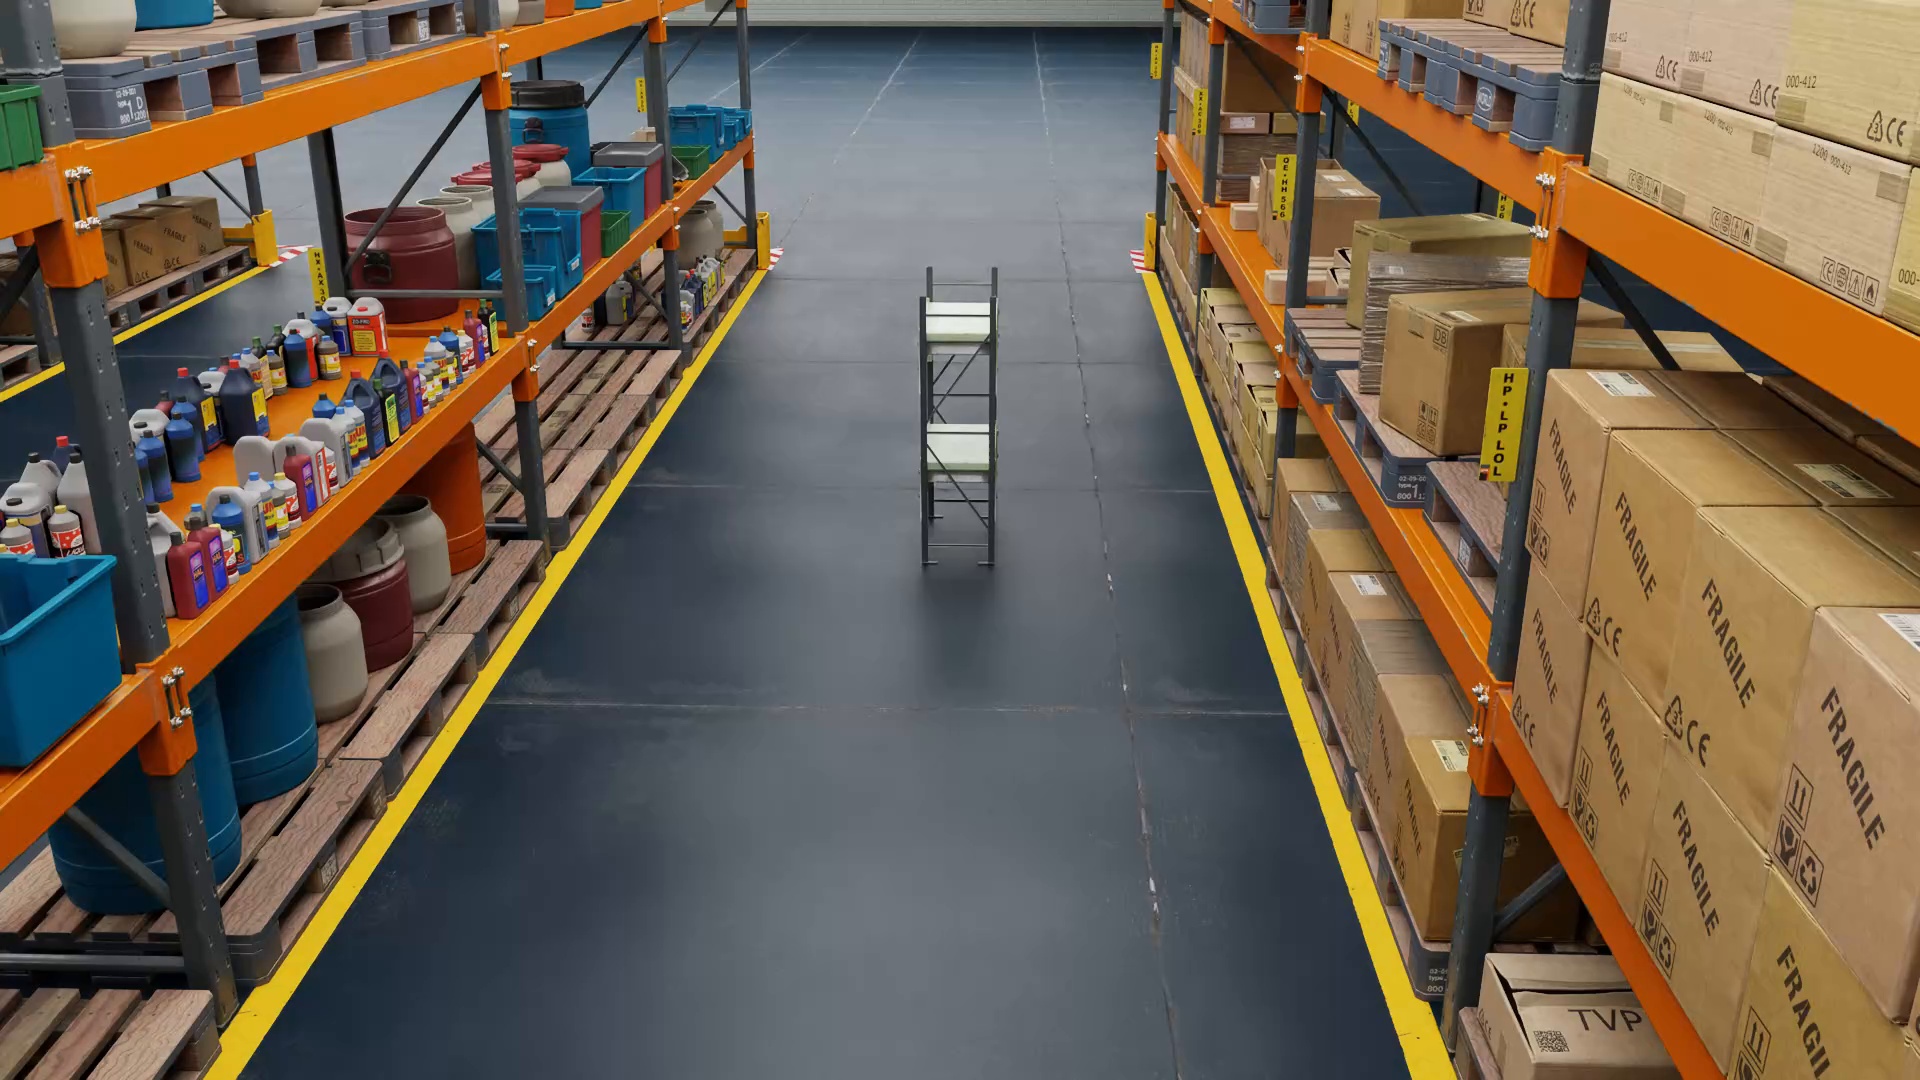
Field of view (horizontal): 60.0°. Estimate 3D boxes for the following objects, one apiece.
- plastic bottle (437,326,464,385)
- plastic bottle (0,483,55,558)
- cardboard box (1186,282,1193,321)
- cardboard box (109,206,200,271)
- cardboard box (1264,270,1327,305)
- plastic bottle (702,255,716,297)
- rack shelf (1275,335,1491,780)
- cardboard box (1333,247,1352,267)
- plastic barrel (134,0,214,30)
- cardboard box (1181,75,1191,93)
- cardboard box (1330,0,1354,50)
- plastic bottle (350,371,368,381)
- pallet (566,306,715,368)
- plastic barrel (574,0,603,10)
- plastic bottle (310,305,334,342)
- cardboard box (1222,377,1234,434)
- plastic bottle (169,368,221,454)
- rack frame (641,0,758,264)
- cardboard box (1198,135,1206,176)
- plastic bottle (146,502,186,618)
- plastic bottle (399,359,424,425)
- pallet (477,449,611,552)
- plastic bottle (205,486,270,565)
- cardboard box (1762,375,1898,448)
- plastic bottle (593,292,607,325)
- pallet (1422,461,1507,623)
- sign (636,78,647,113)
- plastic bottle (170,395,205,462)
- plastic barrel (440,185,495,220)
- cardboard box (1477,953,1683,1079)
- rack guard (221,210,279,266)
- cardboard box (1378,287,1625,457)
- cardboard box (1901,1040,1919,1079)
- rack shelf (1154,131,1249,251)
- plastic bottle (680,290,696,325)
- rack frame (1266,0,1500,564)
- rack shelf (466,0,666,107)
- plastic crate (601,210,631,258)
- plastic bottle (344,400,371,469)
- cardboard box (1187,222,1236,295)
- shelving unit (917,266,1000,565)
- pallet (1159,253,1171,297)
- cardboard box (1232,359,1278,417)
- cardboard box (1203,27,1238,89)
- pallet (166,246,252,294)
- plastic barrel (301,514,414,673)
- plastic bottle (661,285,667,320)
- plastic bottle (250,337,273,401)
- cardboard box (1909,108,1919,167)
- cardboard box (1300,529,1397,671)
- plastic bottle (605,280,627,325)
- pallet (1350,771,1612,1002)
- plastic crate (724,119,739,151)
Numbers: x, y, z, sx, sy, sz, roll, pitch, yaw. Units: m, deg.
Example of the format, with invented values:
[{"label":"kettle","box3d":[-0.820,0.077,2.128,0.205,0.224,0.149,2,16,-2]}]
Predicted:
[{"label":"plastic bottle","box3d":[-2.392,-0.868,7.798,0.097,0.271,0.097,0,21,0]},{"label":"plastic bottle","box3d":[-3.193,-0.049,5.679,0.152,0.276,0.135,1,21,2]},{"label":"cardboard box","box3d":[2.122,-1.930,13.576,0.500,0.250,0.500,1,21,2]},{"label":"cardboard box","box3d":[-7.499,-2.810,15.499,0.500,0.500,0.500,6,22,16]},{"label":"cardboard box","box3d":[1.930,-1.430,9.414,0.380,0.149,0.250,1,21,2]},{"label":"plastic bottle","box3d":[-2.186,-2.267,14.280,0.144,0.351,0.185,2,21,4]},{"label":"rack shelf","box3d":[2.118,-0.160,6.790,1.077,0.370,4.000,1,21,2]},{"label":"cardboard box","box3d":[2.400,-1.498,9.367,0.500,0.311,0.500,0,21,1]},{"label":"plastic barrel","box3d":[-2.994,-2.275,5.825,0.600,0.901,0.708,1,21,2]},{"label":"cardboard box","box3d":[2.171,-4.044,14.769,0.380,0.149,0.250,0,21,1]},{"label":"cardboard box","box3d":[2.200,-2.506,7.555,0.910,0.500,0.500,1,21,2]},{"label":"plastic bottle","box3d":[-2.542,-0.591,7.066,0.061,0.283,0.133,1,21,2]},{"label":"pallet","box3d":[-2.588,-1.663,13.524,1.003,0.211,1.213,1,21,2]},{"label":"plastic barrel","box3d":[-2.488,-3.694,10.062,0.600,0.901,0.708,1,21,2]},{"label":"plastic bottle","box3d":[-3.139,-1.020,8.189,0.097,0.271,0.097,0,21,0]},{"label":"cardboard box","box3d":[1.995,-0.880,10.870,0.500,0.250,0.500,1,21,3]},{"label":"plastic bottle","box3d":[-3.159,-0.540,6.841,0.144,0.351,0.185,1,21,2]},{"label":"rack frame","box3d":[-2.528,-4.167,16.122,1.000,3.000,0.127,1,21,2]},{"label":"cardboard box","box3d":[2.337,-3.244,13.605,0.700,0.500,0.500,1,21,2]},{"label":"plastic bottle","box3d":[-2.558,0.056,5.305,0.144,0.351,0.185,1,21,2]},{"label":"plastic bottle","box3d":[-2.392,-0.656,7.234,0.061,0.283,0.133,1,21,2]},{"label":"pallet","box3d":[-2.709,-0.254,9.892,1.003,0.211,1.213,1,21,2]},{"label":"plastic bottle","box3d":[-2.487,-0.066,5.724,0.152,0.276,0.135,1,21,2]},{"label":"cardboard box","box3d":[2.301,-0.100,4.118,0.500,0.500,0.500,1,21,2]},{"label":"plastic bottle","box3d":[-2.919,-1.927,13.402,0.144,0.351,0.185,0,21,0]},{"label":"pallet","box3d":[2.191,0.029,5.572,1.003,0.211,1.213,1,21,2]},{"label":"sign","box3d":[-3.078,-4.304,16.091,0.100,0.325,0.005,1,21,2]},{"label":"plastic bottle","box3d":[-3.126,-0.451,6.723,0.097,0.271,0.097,0,21,0]},{"label":"plastic barrel","box3d":[-2.941,-1.853,10.004,0.421,0.512,0.421,0,21,0]},{"label":"cardboard box","box3d":[1.828,1.425,4.818,0.500,0.311,0.500,1,21,2]},{"label":"rack guard","box3d":[-7.481,-3.029,16.644,1.175,0.500,0.348,1,21,2]},{"label":"cardboard box","box3d":[2.050,-0.654,6.350,0.700,0.500,0.500,-5,22,-12]},{"label":"cardboard box","box3d":[1.710,1.094,2.424,0.500,0.500,0.500,1,21,2]},{"label":"rack shelf","box3d":[2.362,-3.053,14.244,1.077,0.370,4.000,1,21,2]},{"label":"plastic bottle","box3d":[-2.220,-1.884,13.394,0.152,0.276,0.135,1,21,4]},{"label":"rack frame","box3d":[2.179,-1.219,8.523,1.000,3.000,0.127,1,21,2]},{"label":"rack shelf","box3d":[-2.711,-3.061,10.118,1.077,0.370,4.000,1,21,2]},{"label":"plastic crate","box3d":[-2.421,-1.989,10.802,0.450,0.188,0.662,1,21,2]},{"label":"plastic bottle","box3d":[-2.430,-0.427,6.660,0.097,0.271,0.097,0,21,0]},{"label":"cardboard box","box3d":[2.123,-2.279,13.440,0.500,0.500,0.500,1,21,2]},{"label":"shelving unit","box3d":[0.000,-0.702,9.264,0.431,1.500,0.755,1,21,2]},{"label":"pallet","box3d":[2.441,-2.534,15.769,1.003,0.211,1.213,1,21,2]},{"label":"cardboard box","box3d":[1.976,-0.957,10.293,0.500,0.311,0.500,0,21,1]},{"label":"cardboard box","box3d":[2.338,-3.841,13.349,0.700,0.500,0.500,1,21,2]},{"label":"pallet","box3d":[-7.542,-2.601,15.940,1.003,0.211,1.213,1,21,2]},{"label":"plastic barrel","box3d":[-2.804,0.239,7.519,0.600,0.588,0.708,1,21,2]},{"label":"plastic bottle","box3d":[-2.355,-1.980,13.539,0.144,0.351,0.185,1,21,2]},{"label":"plastic bottle","box3d":[-3.179,-0.769,7.524,0.061,0.283,0.133,1,21,2]},{"label":"cardboard box","box3d":[1.739,-0.619,2.346,0.500,0.250,0.500,1,21,2]},{"label":"cardboard box","box3d":[1.849,0.274,7.524,0.500,0.500,0.500,0,21,1]},{"label":"plastic bottle","box3d":[-2.775,-1.925,13.398,0.144,0.351,0.185,1,21,2]},{"label":"pallet","box3d":[2.044,1.233,6.059,1.003,0.211,1.213,1,21,2]},{"label":"plastic crate","box3d":[-2.270,-3.679,15.069,0.499,0.251,0.408,1,21,2]}]
